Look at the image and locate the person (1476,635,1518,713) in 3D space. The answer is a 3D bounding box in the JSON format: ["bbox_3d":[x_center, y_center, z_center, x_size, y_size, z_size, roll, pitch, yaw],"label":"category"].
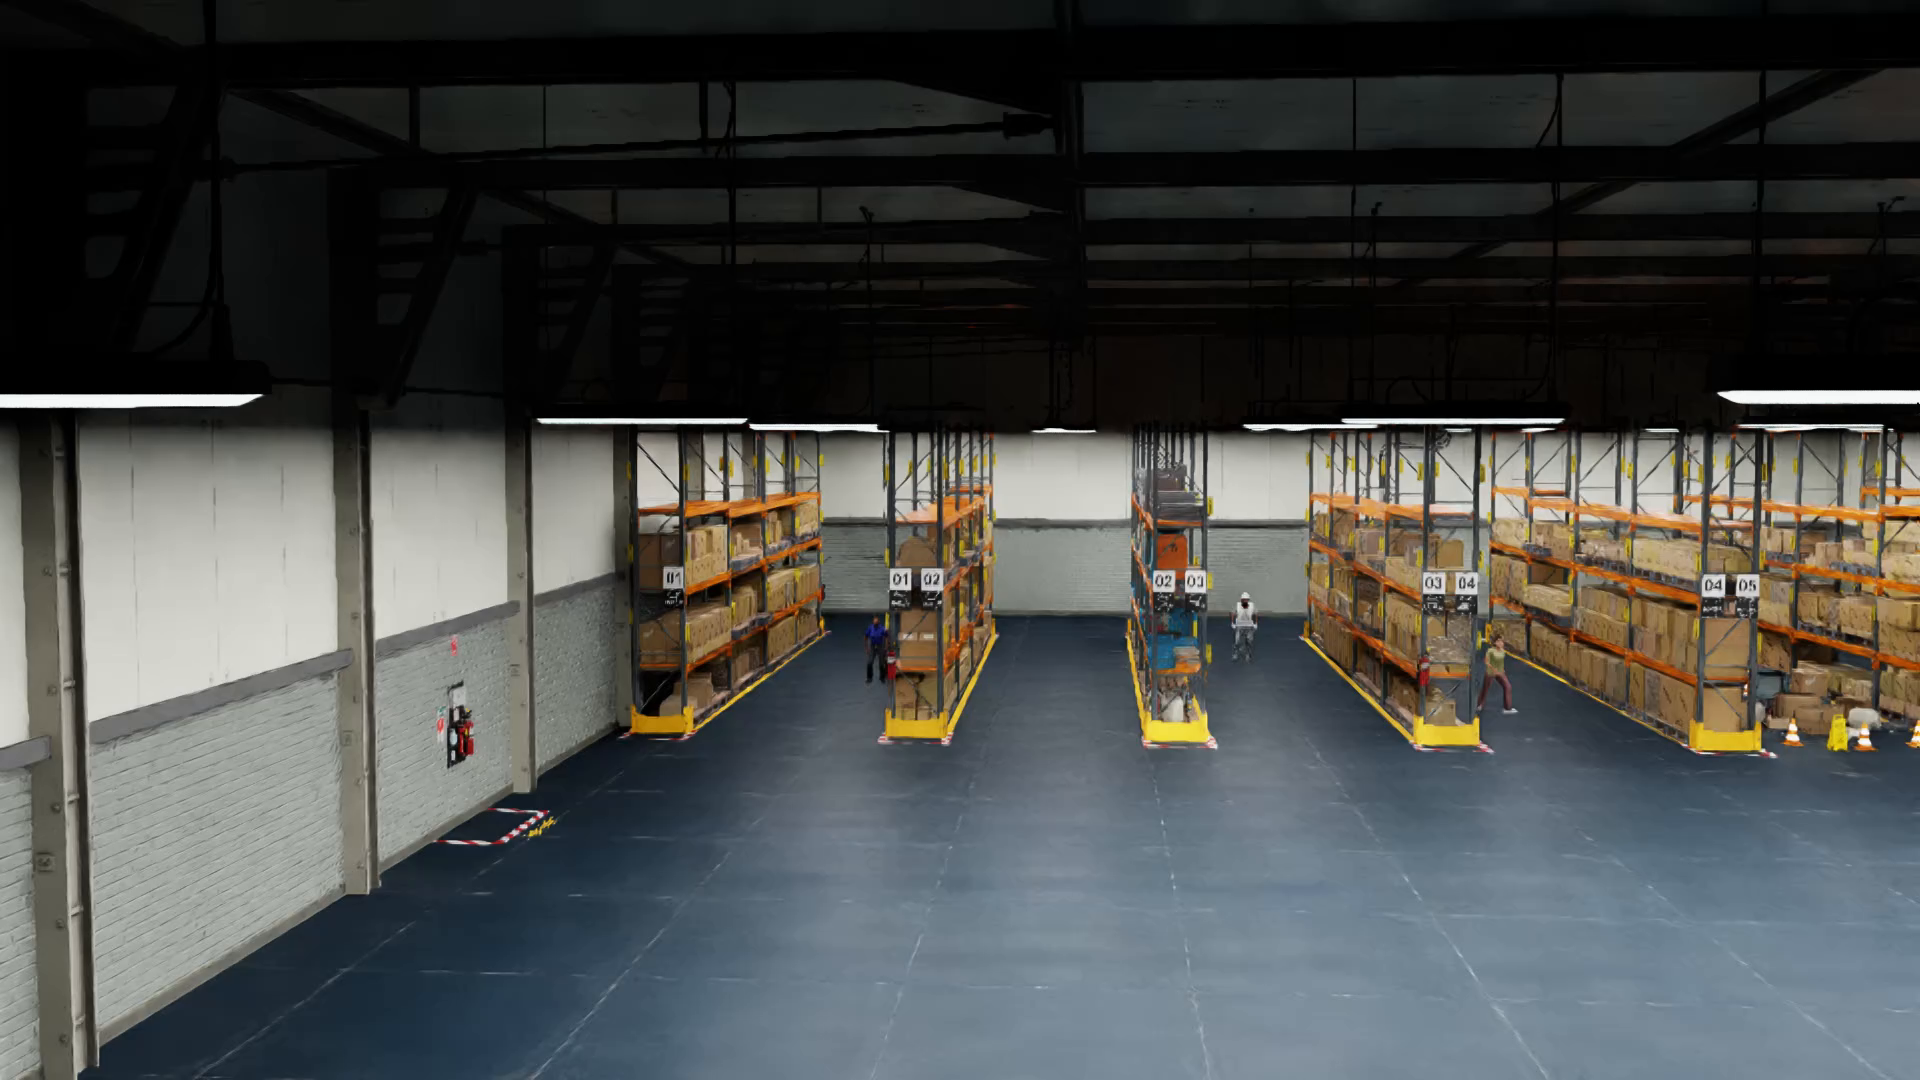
[{"bbox_3d":[11.028,2.740,34.275,0.621,1.601,0.817,-1,4,-12],"label":"person"}]

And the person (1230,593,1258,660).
[{"bbox_3d":[7.206,2.194,42.206,0.702,1.735,0.549,0,4,3],"label":"person"}]

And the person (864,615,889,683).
[{"bbox_3d":[-1.920,2.512,38.316,0.592,1.590,0.518,0,4,4],"label":"person"}]
